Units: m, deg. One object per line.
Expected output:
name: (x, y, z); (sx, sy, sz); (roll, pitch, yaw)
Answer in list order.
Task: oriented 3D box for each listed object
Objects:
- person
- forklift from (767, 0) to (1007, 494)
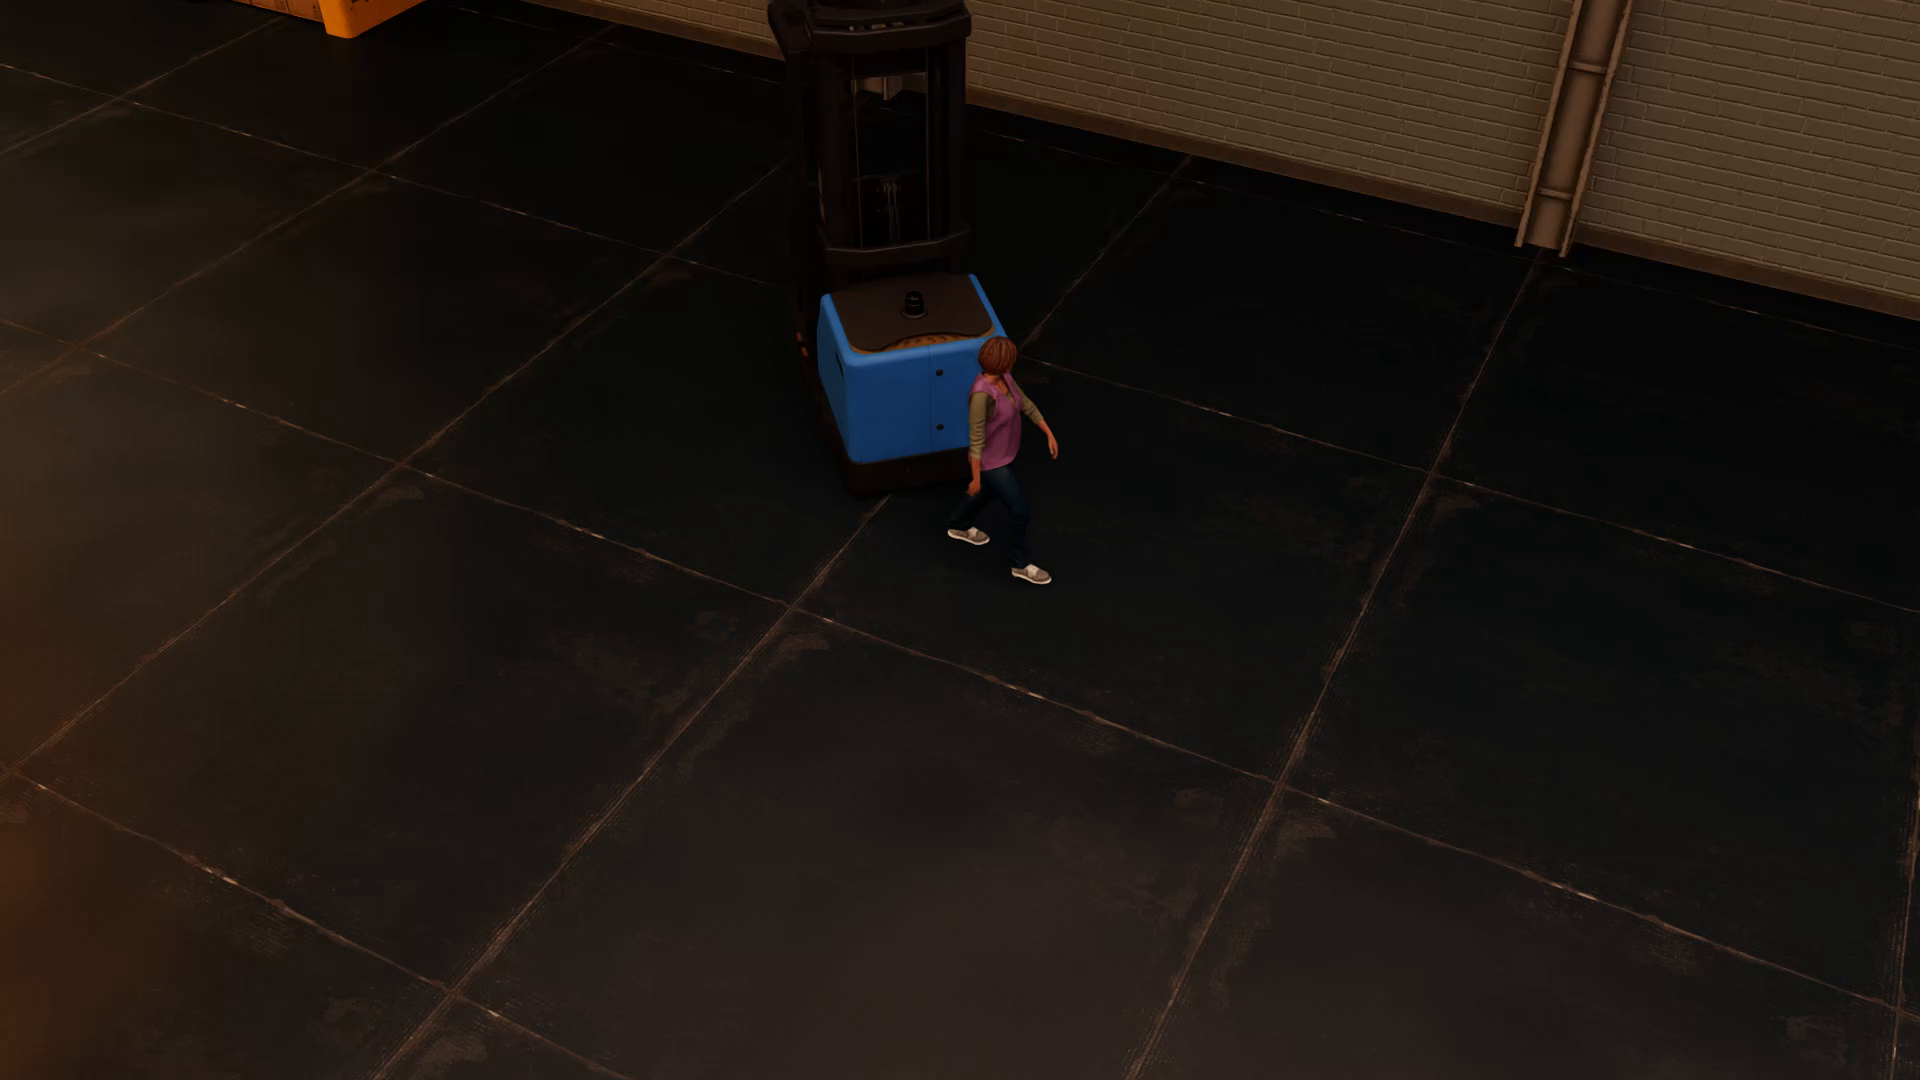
person: (0.226, -0.462, 9.636); (0.739, 1.524, 0.539); (10, 41, 12)
forklift: (-0.568, -2.369, 10.799); (1.130, 2.935, 3.031); (-10, 41, -11)
